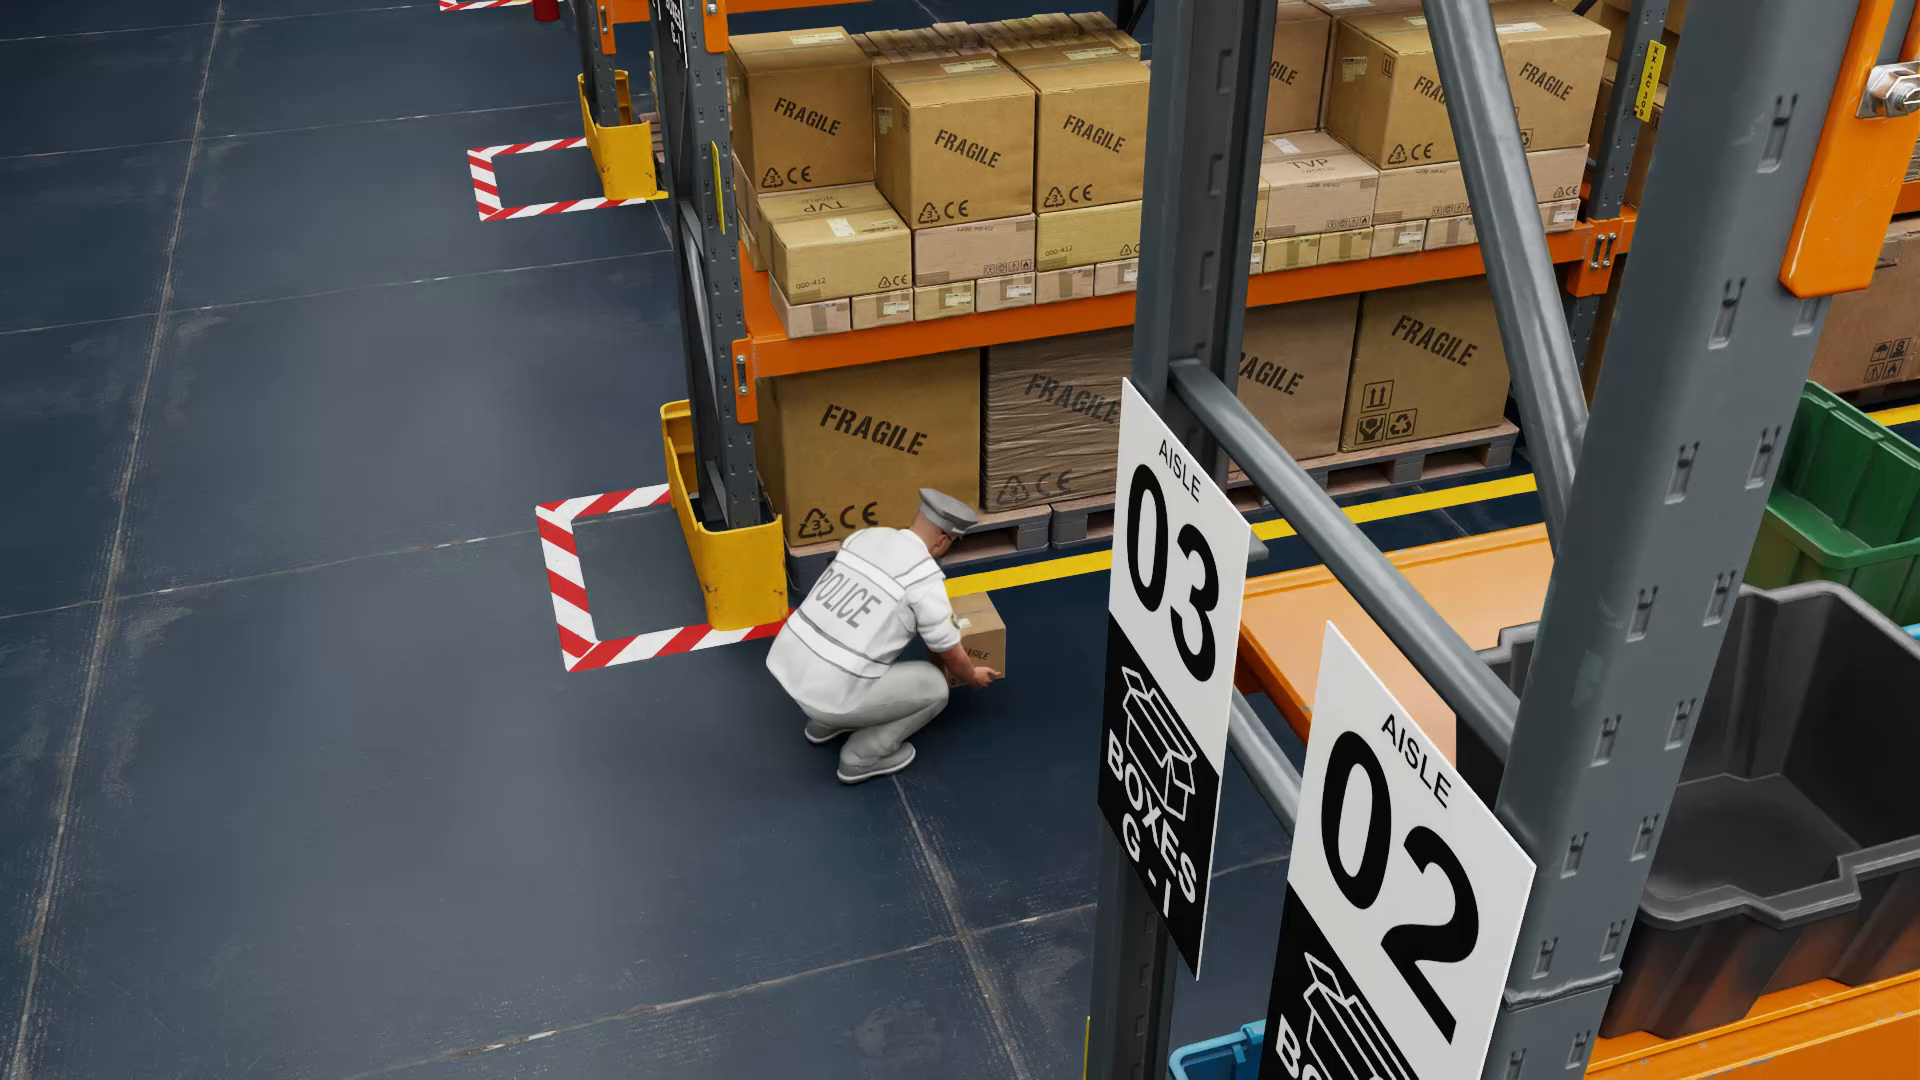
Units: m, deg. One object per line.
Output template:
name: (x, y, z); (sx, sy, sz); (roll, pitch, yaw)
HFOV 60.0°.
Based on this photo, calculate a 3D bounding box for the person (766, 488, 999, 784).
person: (-0.282, 0.347, 6.299); (0.925, 1.004, 0.562); (-19, 38, -26)
